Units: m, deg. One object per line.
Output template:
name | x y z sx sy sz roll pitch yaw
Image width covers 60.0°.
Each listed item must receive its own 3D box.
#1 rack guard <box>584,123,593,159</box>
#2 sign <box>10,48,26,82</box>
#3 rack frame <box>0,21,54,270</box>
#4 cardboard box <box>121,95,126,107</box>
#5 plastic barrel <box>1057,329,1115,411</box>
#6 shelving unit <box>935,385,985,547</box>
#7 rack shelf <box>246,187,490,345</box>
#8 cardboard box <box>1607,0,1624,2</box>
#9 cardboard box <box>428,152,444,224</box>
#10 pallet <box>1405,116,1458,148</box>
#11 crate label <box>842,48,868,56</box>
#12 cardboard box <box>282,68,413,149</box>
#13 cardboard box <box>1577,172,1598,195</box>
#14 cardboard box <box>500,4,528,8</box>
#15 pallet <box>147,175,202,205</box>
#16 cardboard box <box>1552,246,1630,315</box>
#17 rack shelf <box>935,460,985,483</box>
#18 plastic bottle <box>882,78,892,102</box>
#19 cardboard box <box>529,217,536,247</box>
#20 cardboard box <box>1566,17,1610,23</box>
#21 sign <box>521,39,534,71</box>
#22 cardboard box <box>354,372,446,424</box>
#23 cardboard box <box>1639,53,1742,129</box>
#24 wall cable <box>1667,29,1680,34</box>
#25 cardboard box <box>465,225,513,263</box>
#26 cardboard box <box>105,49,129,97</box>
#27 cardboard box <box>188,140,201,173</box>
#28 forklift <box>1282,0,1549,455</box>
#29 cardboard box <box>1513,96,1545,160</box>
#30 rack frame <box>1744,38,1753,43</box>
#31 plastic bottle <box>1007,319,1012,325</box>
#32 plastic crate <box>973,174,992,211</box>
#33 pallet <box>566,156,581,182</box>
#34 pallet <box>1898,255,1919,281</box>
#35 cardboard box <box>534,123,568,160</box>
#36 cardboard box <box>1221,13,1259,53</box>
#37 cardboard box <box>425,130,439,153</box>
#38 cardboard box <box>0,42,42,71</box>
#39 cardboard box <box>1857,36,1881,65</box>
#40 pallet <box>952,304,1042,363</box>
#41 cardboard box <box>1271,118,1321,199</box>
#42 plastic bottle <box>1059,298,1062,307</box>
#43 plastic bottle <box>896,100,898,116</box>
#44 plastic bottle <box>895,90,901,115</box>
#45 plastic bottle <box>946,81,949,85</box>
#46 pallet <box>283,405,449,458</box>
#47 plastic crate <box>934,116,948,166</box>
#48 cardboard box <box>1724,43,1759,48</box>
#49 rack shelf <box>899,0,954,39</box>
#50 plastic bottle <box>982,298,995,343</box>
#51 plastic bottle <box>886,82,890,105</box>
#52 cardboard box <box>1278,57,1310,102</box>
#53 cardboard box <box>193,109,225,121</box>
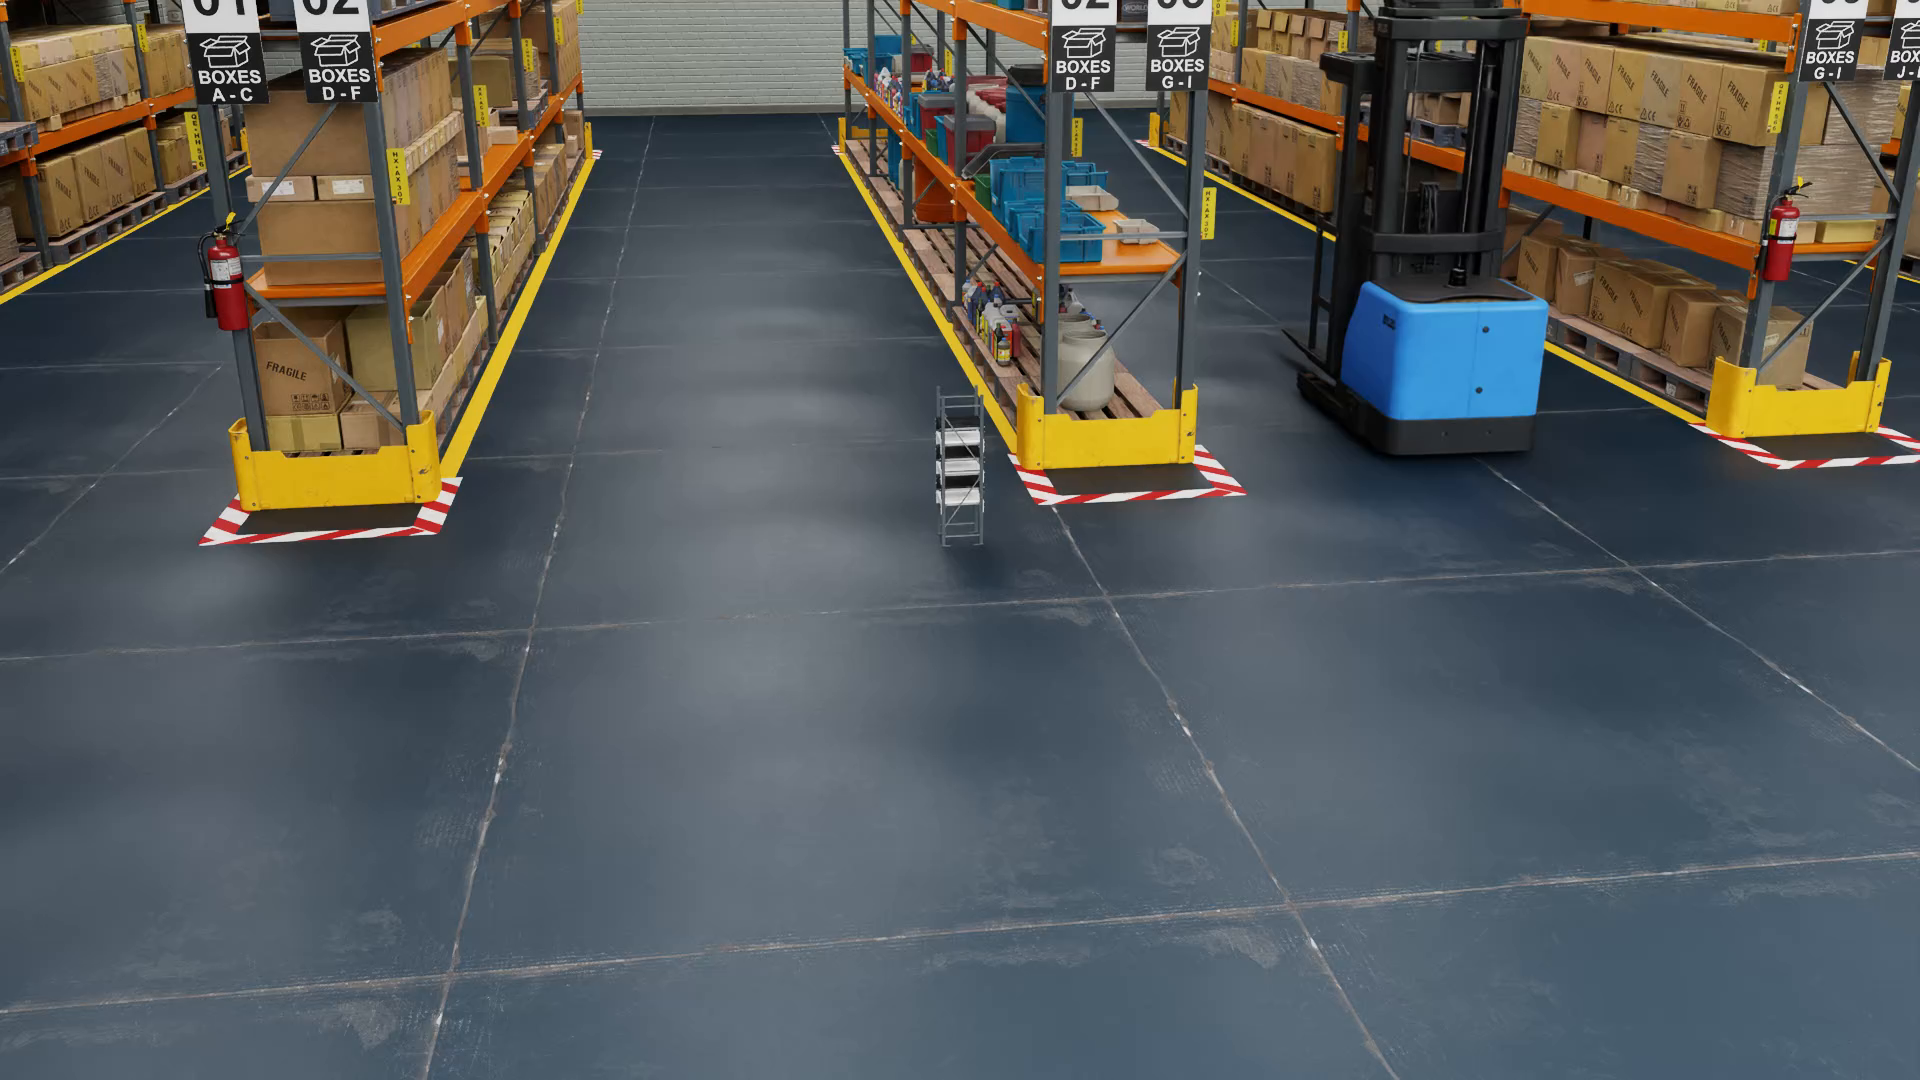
rack guard | -6.165 -6.021 25.122 1.175 0.500 0.348 -3 21 -8
sign | -9.389 -4.733 16.560 0.100 0.325 0.005 -3 21 -8
rack frame | -9.924 -4.197 16.667 1.000 3.000 0.127 -3 21 -8
cardboard box | -10.120 -5.193 19.663 0.380 0.149 0.250 -2 21 -6
plastic barrel | 0.862 -1.182 11.550 0.421 0.512 0.421 0 20 0
shelving unit | -0.001 -0.424 9.566 0.258 0.900 0.210 -3 21 -8
rack shelf | -4.158 -2.034 11.903 1.077 0.370 4.000 -3 21 -8
cardboard box | 5.311 -4.373 13.064 0.500 0.250 0.500 -4 21 -10
cardboard box | -4.225 -2.601 12.250 0.700 0.500 0.500 -3 21 -7
pallet | 5.106 -4.174 16.878 1.003 0.211 1.213 -3 21 -8
crate label | -1.564 -7.314 25.166 0.416 0.233 0.303 -3 21 -8
cardboard box | -4.087 -2.870 11.116 0.700 0.500 0.500 -3 21 -8
cardboard box | 5.295 -2.923 13.614 0.380 0.149 0.250 -3 21 -8
cardboard box | -6.149 -7.037 22.697 0.500 0.500 0.500 -3 21 -8
pallet | -10.533 -4.543 21.578 1.003 0.211 1.213 -3 21 -8
cardboard box | 5.465 -2.249 14.423 0.500 0.500 0.500 4 21 9
rack shelf | -0.001 -0.393 9.578 0.258 0.077 0.200 -3 21 -8
plastic bottle | -0.874 -5.524 20.396 0.152 0.276 0.135 -3 21 -8
cardboard box | -4.706 -3.187 17.292 0.500 0.250 0.500 -2 21 -6
cardboard box | 8.791 -7.351 23.113 0.500 0.500 0.500 -4 21 -10
sign | -4.474 -5.020 17.215 0.100 0.325 0.005 -3 21 -8
cardboard box | -3.803 -0.957 11.321 0.500 0.250 0.500 -3 21 -8
cardboard box | 5.463 -3.356 12.416 0.500 0.500 0.500 -3 21 -8
wall cable | 14.000 -10.719 32.677 0.588 1.984 0.122 -3 21 -8
cardboard box | -4.402 -2.743 15.302 0.500 0.311 0.500 -4 21 -10
cardboard box | -10.102 -5.455 19.437 0.500 0.500 0.500 -3 21 -7
cardboard box | -10.648 -5.224 22.388 0.700 0.500 0.500 -2 21 -6
forklift | 3.177 -2.408 11.975 1.130 2.935 3.031 -2 21 -6
cardboard box | 5.361 -3.589 14.471 0.875 0.500 0.500 -3 21 -8
rack frame | 13.434 -8.216 27.428 1.000 3.000 0.127 -3 21 -8
plastic bottle | 0.390 -1.651 13.221 0.097 0.201 0.097 0 20 0
plastic crate | 0.372 -2.729 13.037 0.450 0.188 0.662 -3 21 -8
pallet | -5.877 -5.188 23.306 1.003 0.211 1.213 -3 21 -8
pallet | 10.094 -2.734 16.735 1.003 0.211 1.213 -3 21 -8
cardboard box | -5.875 -5.520 23.148 0.797 0.503 0.637 -3 21 -8
cardboard box | 3.873 -6.898 22.615 0.500 0.500 0.500 -2 21 -6
cardboard box | -4.014 -2.891 12.100 0.380 0.149 0.250 -2 21 -6
cardboard box | -9.739 -4.924 16.945 0.500 0.250 0.500 -2 21 -6
cardboard box | 9.908 -5.169 17.696 0.700 0.500 0.500 -3 21 -9
pallet | 0.511 -1.771 14.157 1.003 0.211 1.213 -3 21 -8
cardboard box | 4.581 -4.697 20.442 1.225 0.875 0.875 -3 21 -8
plastic bottle | 0.810 -1.845 13.622 0.061 0.283 0.133 -3 21 -8
plastic bottle | -0.675 -4.944 18.951 0.097 0.201 0.097 0 20 0
plastic bottle | -0.689 -5.011 19.029 0.097 0.271 0.097 0 20 0
plastic bottle | -0.140 -5.385 20.032 0.097 0.271 0.097 0 20 0
pallet | -4.021 -0.635 11.114 1.003 0.211 1.213 -3 21 -8
plastic crate | -0.011 -3.671 15.280 0.392 0.384 0.575 -3 21 -8
cardboard box | 9.678 -6.053 20.544 0.380 0.149 0.250 -2 21 -5
rack shelf | 0.168 -5.073 15.752 1.077 0.370 4.000 -3 21 -8
plastic bottle | 0.250 -1.764 13.310 0.144 0.351 0.185 -3 21 -8
plastic bottle | -0.837 -5.366 19.980 0.097 0.271 0.097 0 20 0
cardboard box | 4.248 -5.681 20.496 0.500 0.500 0.500 -3 21 -7
cardboard box | -10.679 -6.024 23.604 0.380 0.149 0.250 -3 21 -8
